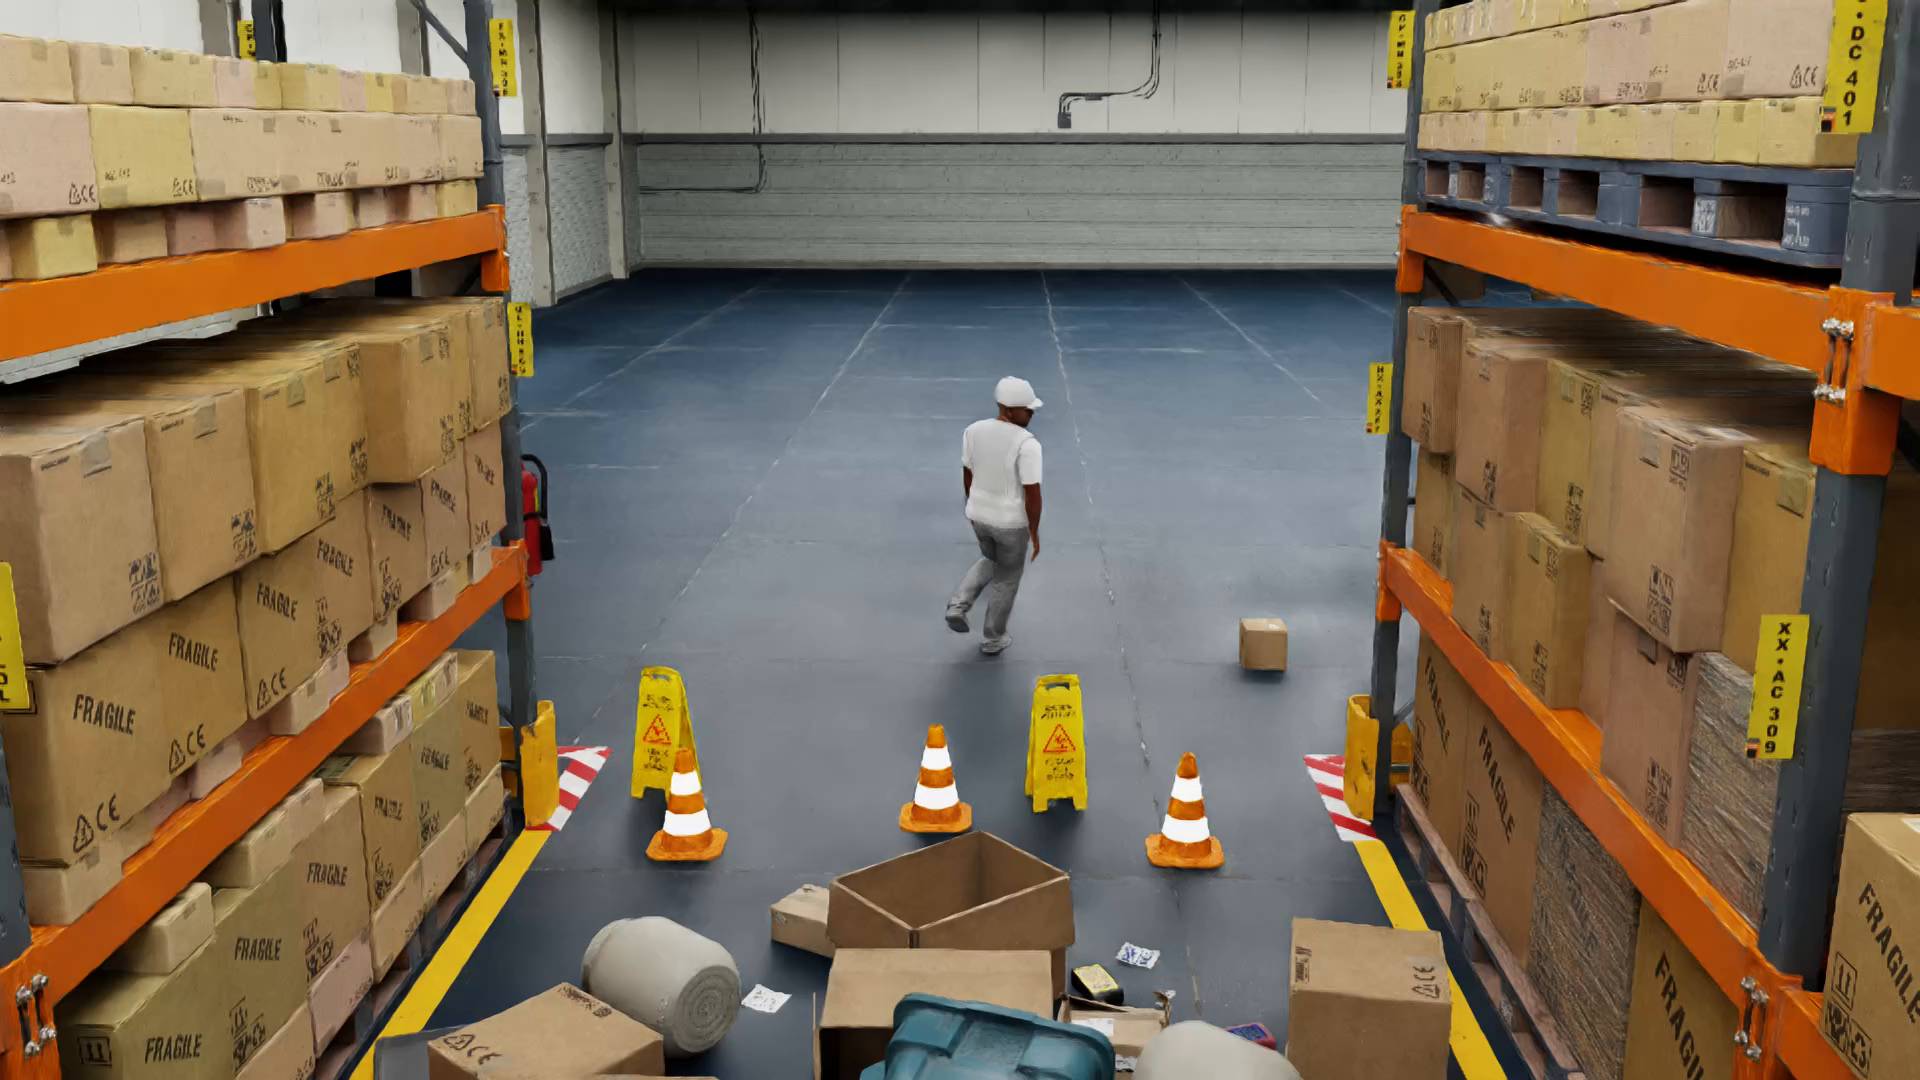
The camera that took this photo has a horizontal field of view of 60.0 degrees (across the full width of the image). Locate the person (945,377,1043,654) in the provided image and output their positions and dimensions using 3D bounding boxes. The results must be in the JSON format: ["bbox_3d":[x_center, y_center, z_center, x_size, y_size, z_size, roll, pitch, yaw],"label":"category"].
[{"bbox_3d":[0.273,-0.131,10.015,0.644,1.745,0.549,9,17,34],"label":"person"}]
